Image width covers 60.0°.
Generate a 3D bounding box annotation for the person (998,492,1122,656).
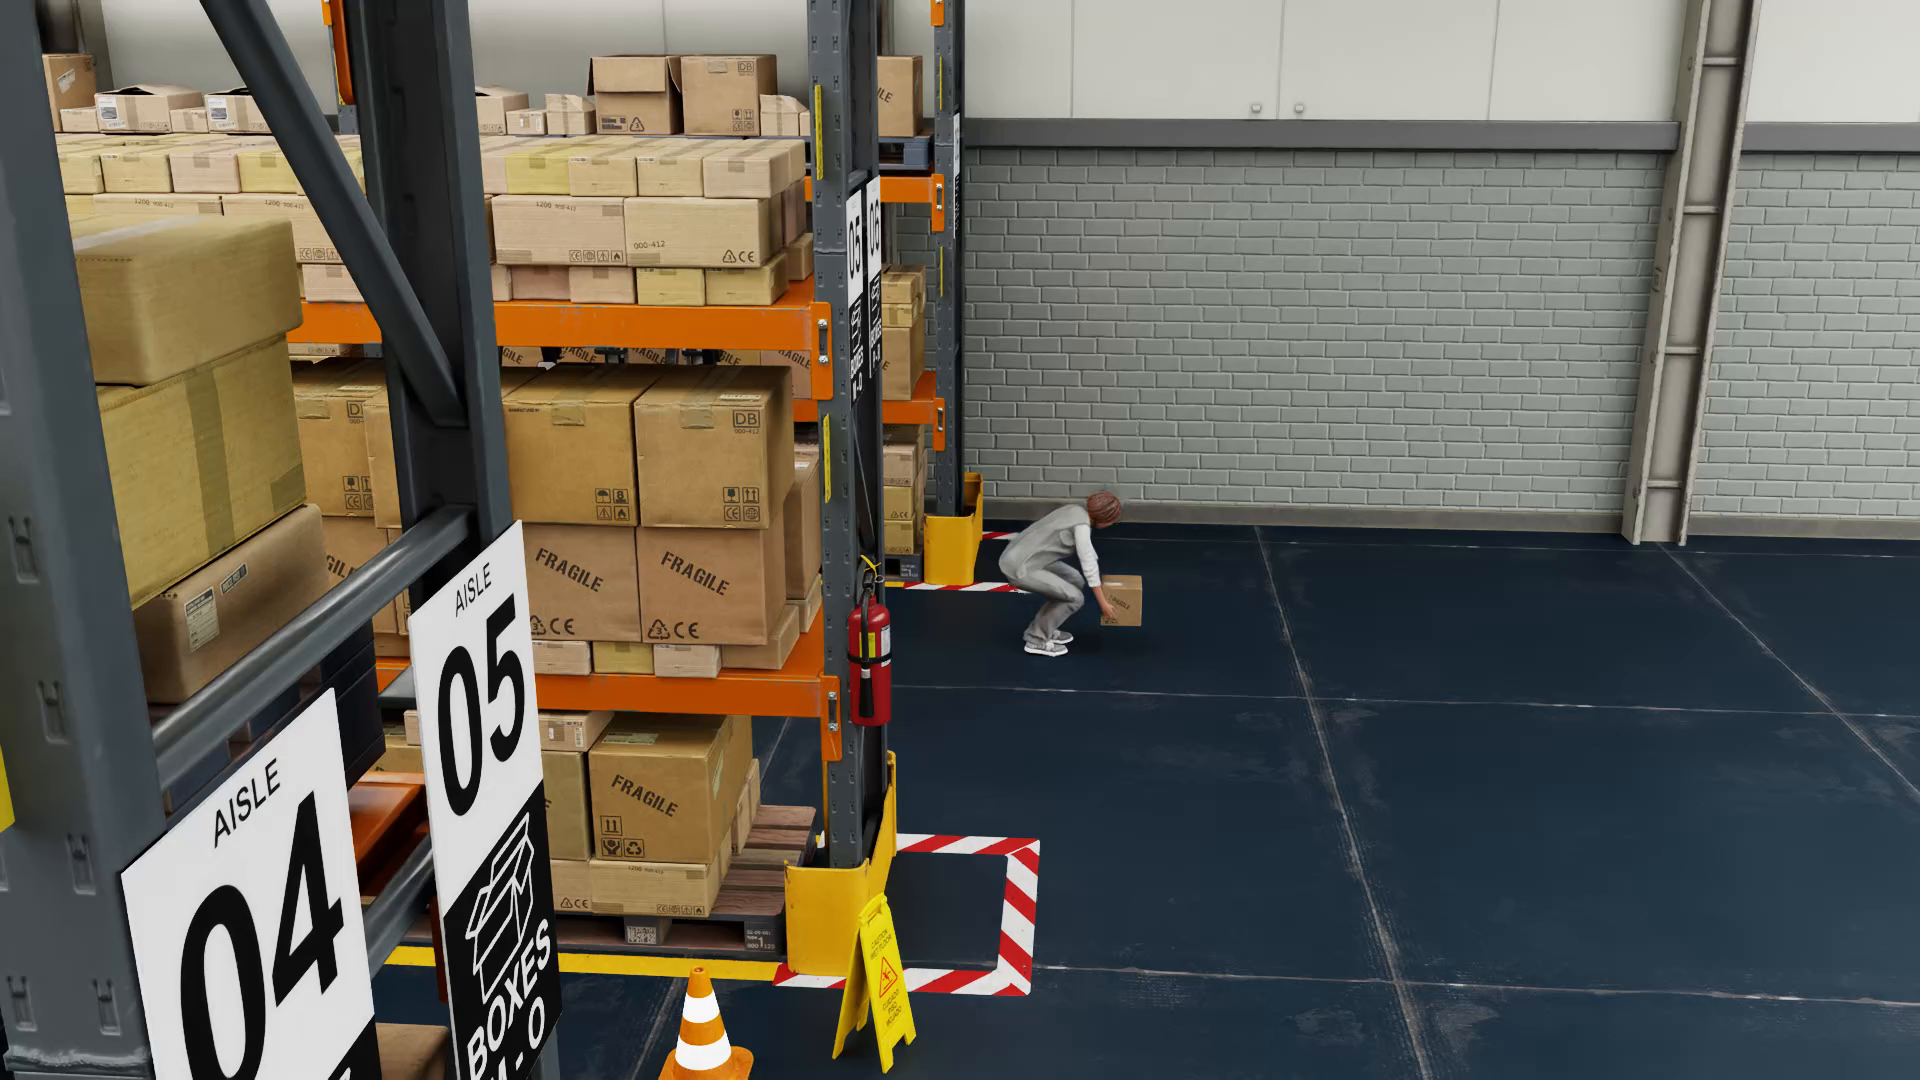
[{"bbox_3d":[0.622,0.199,10.425,0.761,1.003,0.456,1,18,4],"label":"person"}]
